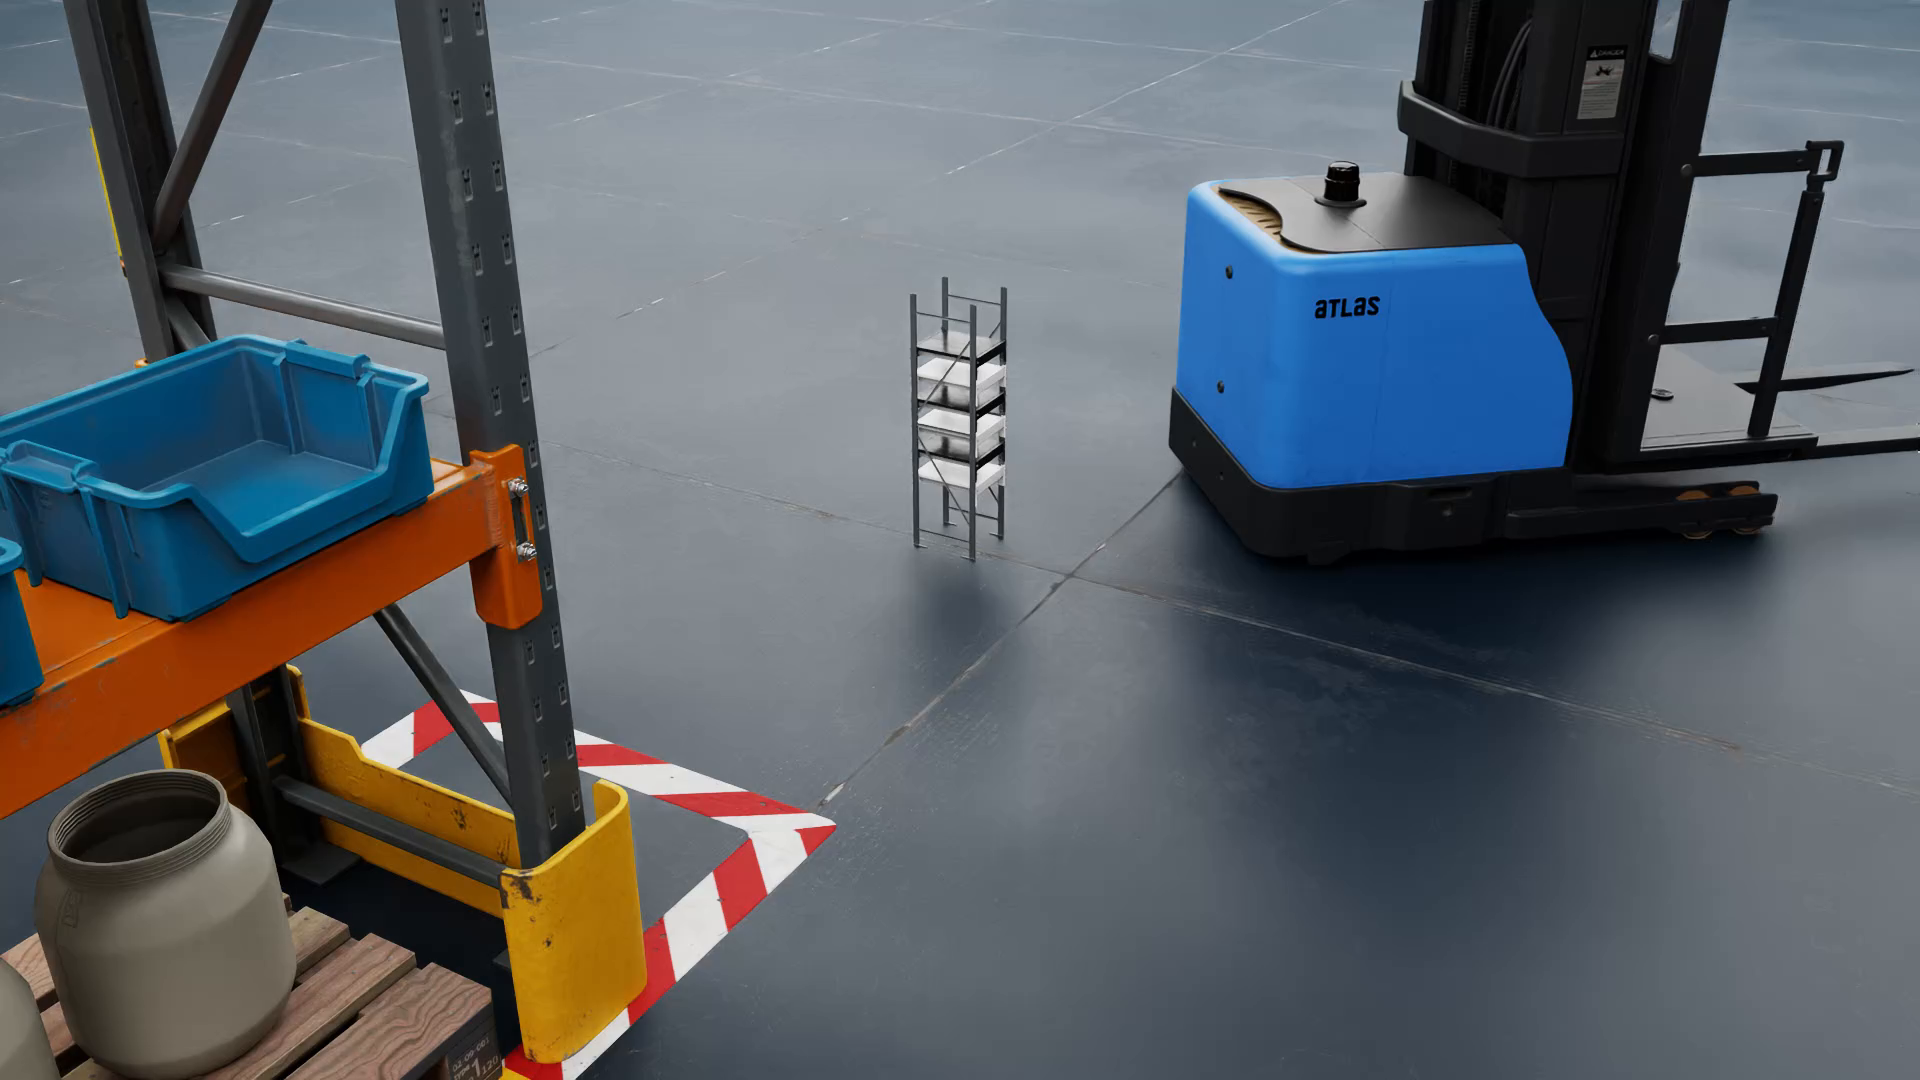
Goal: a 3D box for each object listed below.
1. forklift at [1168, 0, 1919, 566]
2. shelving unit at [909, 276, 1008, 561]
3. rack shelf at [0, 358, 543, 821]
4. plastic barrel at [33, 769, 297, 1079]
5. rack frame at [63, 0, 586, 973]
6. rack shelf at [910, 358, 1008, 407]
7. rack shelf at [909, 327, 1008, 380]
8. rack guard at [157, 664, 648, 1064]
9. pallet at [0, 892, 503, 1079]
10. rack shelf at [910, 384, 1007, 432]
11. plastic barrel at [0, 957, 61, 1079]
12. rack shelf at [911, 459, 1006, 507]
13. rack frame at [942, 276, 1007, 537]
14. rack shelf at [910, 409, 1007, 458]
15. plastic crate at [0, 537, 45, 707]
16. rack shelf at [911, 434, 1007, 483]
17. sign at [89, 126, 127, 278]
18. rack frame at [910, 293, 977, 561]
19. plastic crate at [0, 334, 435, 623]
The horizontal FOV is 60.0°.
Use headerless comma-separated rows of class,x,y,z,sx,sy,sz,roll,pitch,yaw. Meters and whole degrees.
forklift,2.359,-1.540,5.552,3.031,2.935,1.130,-5,27,-10
shelving unit,-0.004,-0.399,5.542,0.258,0.900,0.210,14,30,26
rack shelf,-2.263,0.647,1.910,1.077,0.370,4.000,14,30,26
plastic barrel,-1.536,0.744,3.223,0.421,0.512,0.421,0,27,0
rack frame,-1.279,-0.454,3.306,1.000,3.000,0.127,14,30,26
rack shelf,-0.004,-0.530,5.477,0.258,0.077,0.200,14,30,26
rack shelf,-0.004,-0.611,5.436,0.258,0.077,0.200,14,30,26
rack guard,-1.276,0.704,3.786,1.175,0.500,0.348,14,30,26
pallet,-1.680,1.148,3.220,1.003,0.211,1.213,14,30,26
rack shelf,-0.004,-0.450,5.517,0.258,0.077,0.200,14,30,26
plastic barrel,-1.783,0.939,2.833,0.421,0.512,0.421,0,27,0
rack shelf,-0.004,-0.208,5.638,0.258,0.077,0.200,14,30,26
rack frame,0.046,-0.439,5.621,0.240,0.900,0.006,14,30,26
rack shelf,-0.004,-0.369,5.557,0.258,0.077,0.200,14,30,26
plastic crate,-1.589,0.125,2.315,0.499,0.251,0.408,14,30,26
rack shelf,-0.004,-0.289,5.597,0.258,0.077,0.200,14,30,26
sign,-1.756,-0.701,3.489,0.100,0.325,0.005,14,30,26
rack frame,-0.054,-0.360,5.463,0.240,0.900,0.006,14,30,26
plastic crate,-1.265,-0.127,2.818,0.499,0.251,0.616,14,30,26
